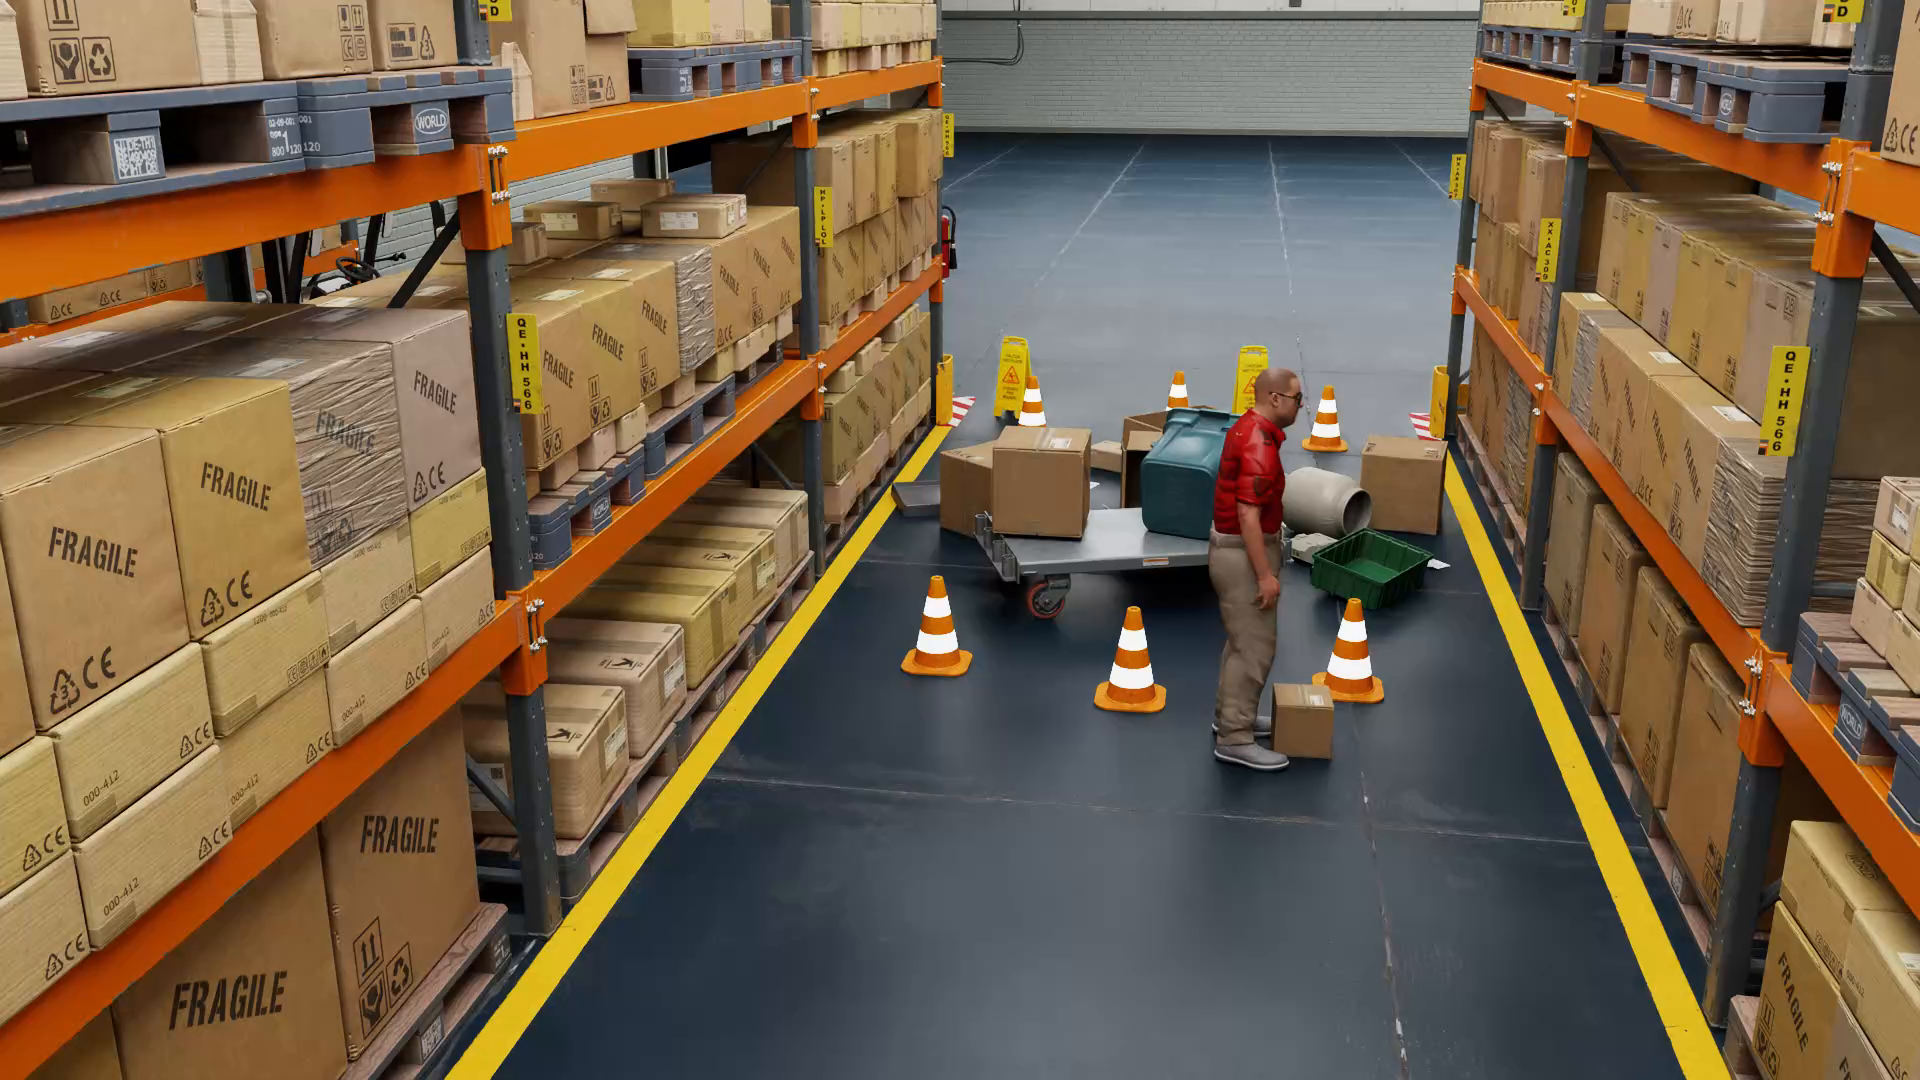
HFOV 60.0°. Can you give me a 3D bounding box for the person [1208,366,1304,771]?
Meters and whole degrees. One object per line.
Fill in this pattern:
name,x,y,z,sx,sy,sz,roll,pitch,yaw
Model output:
person,1.282,0.096,7.274,0.384,1.728,0.602,2,18,7
